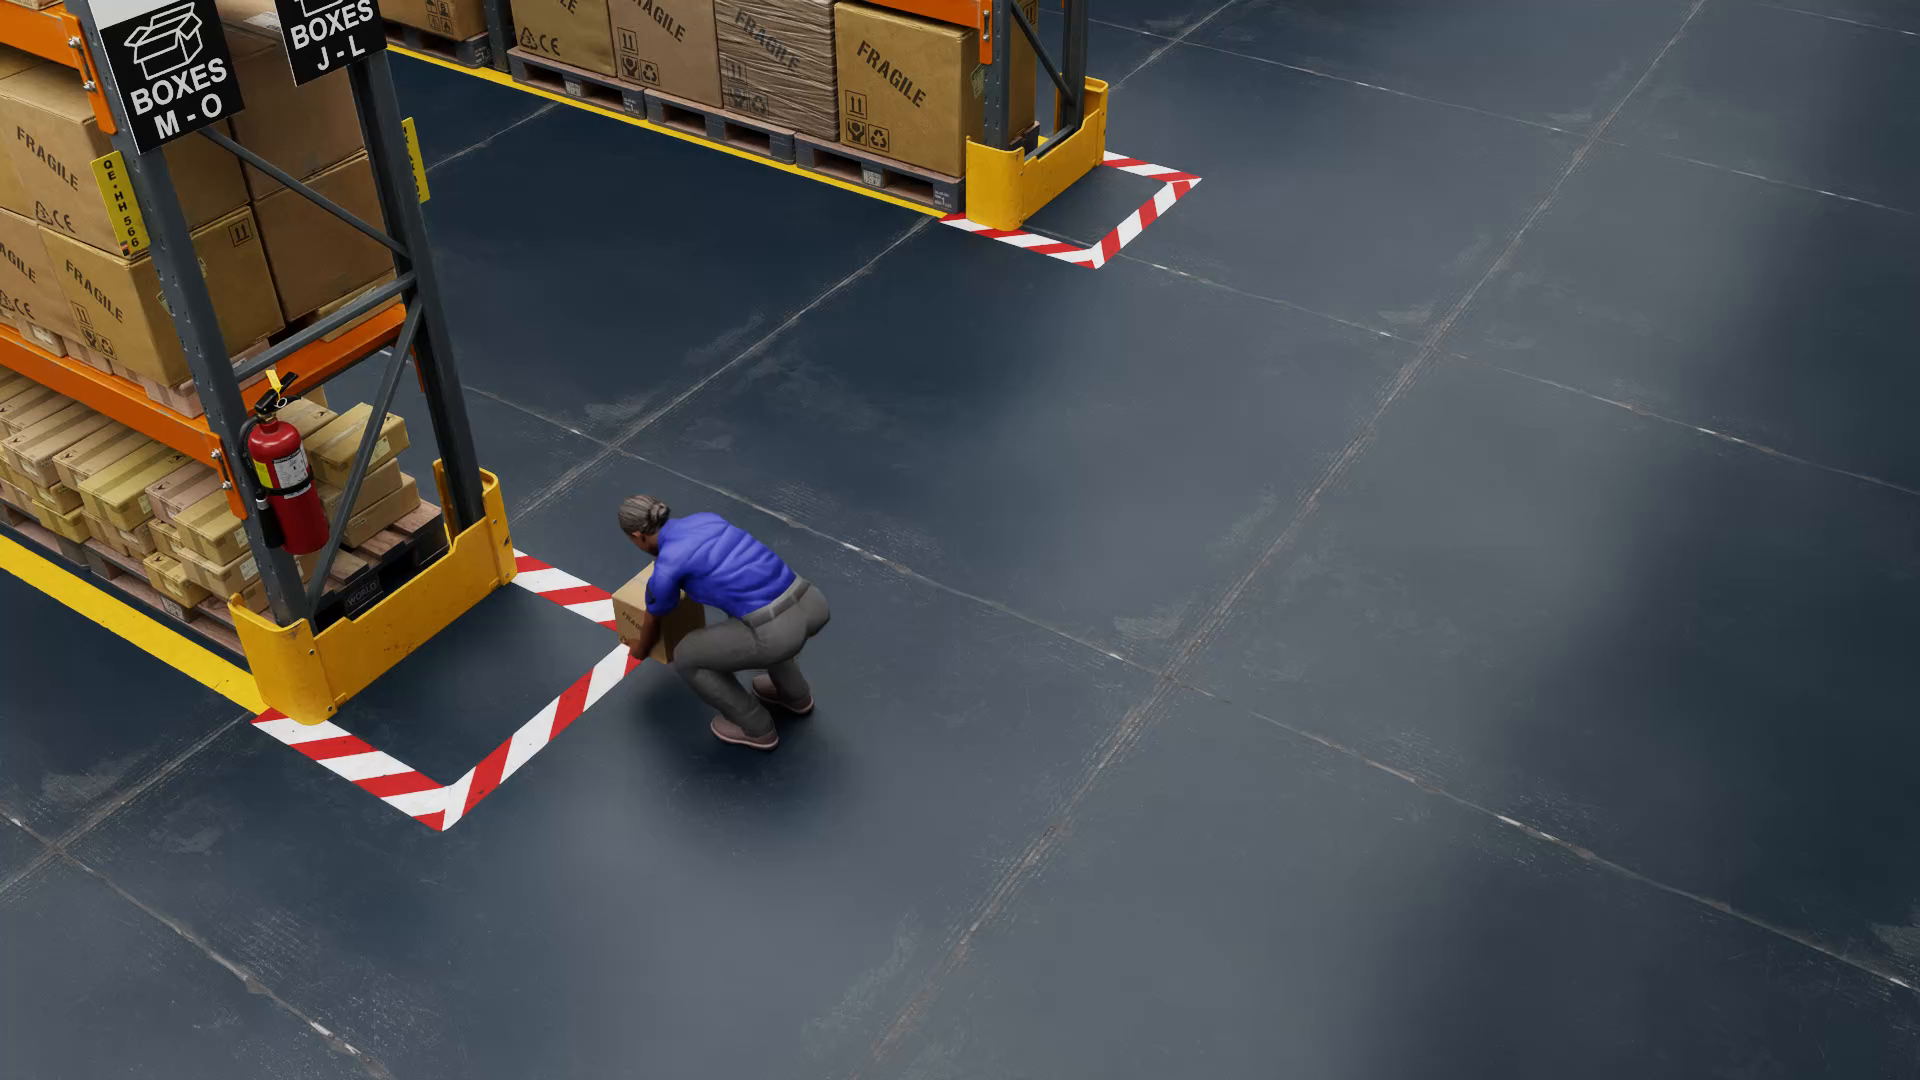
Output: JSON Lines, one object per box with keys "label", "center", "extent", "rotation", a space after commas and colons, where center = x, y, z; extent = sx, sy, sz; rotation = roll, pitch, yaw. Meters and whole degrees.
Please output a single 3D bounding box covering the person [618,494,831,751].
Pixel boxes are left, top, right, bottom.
{"label": "person", "center": [-0.909, 0.295, 6.369], "extent": [0.855, 0.941, 0.468], "rotation": [20, 43, 23]}
